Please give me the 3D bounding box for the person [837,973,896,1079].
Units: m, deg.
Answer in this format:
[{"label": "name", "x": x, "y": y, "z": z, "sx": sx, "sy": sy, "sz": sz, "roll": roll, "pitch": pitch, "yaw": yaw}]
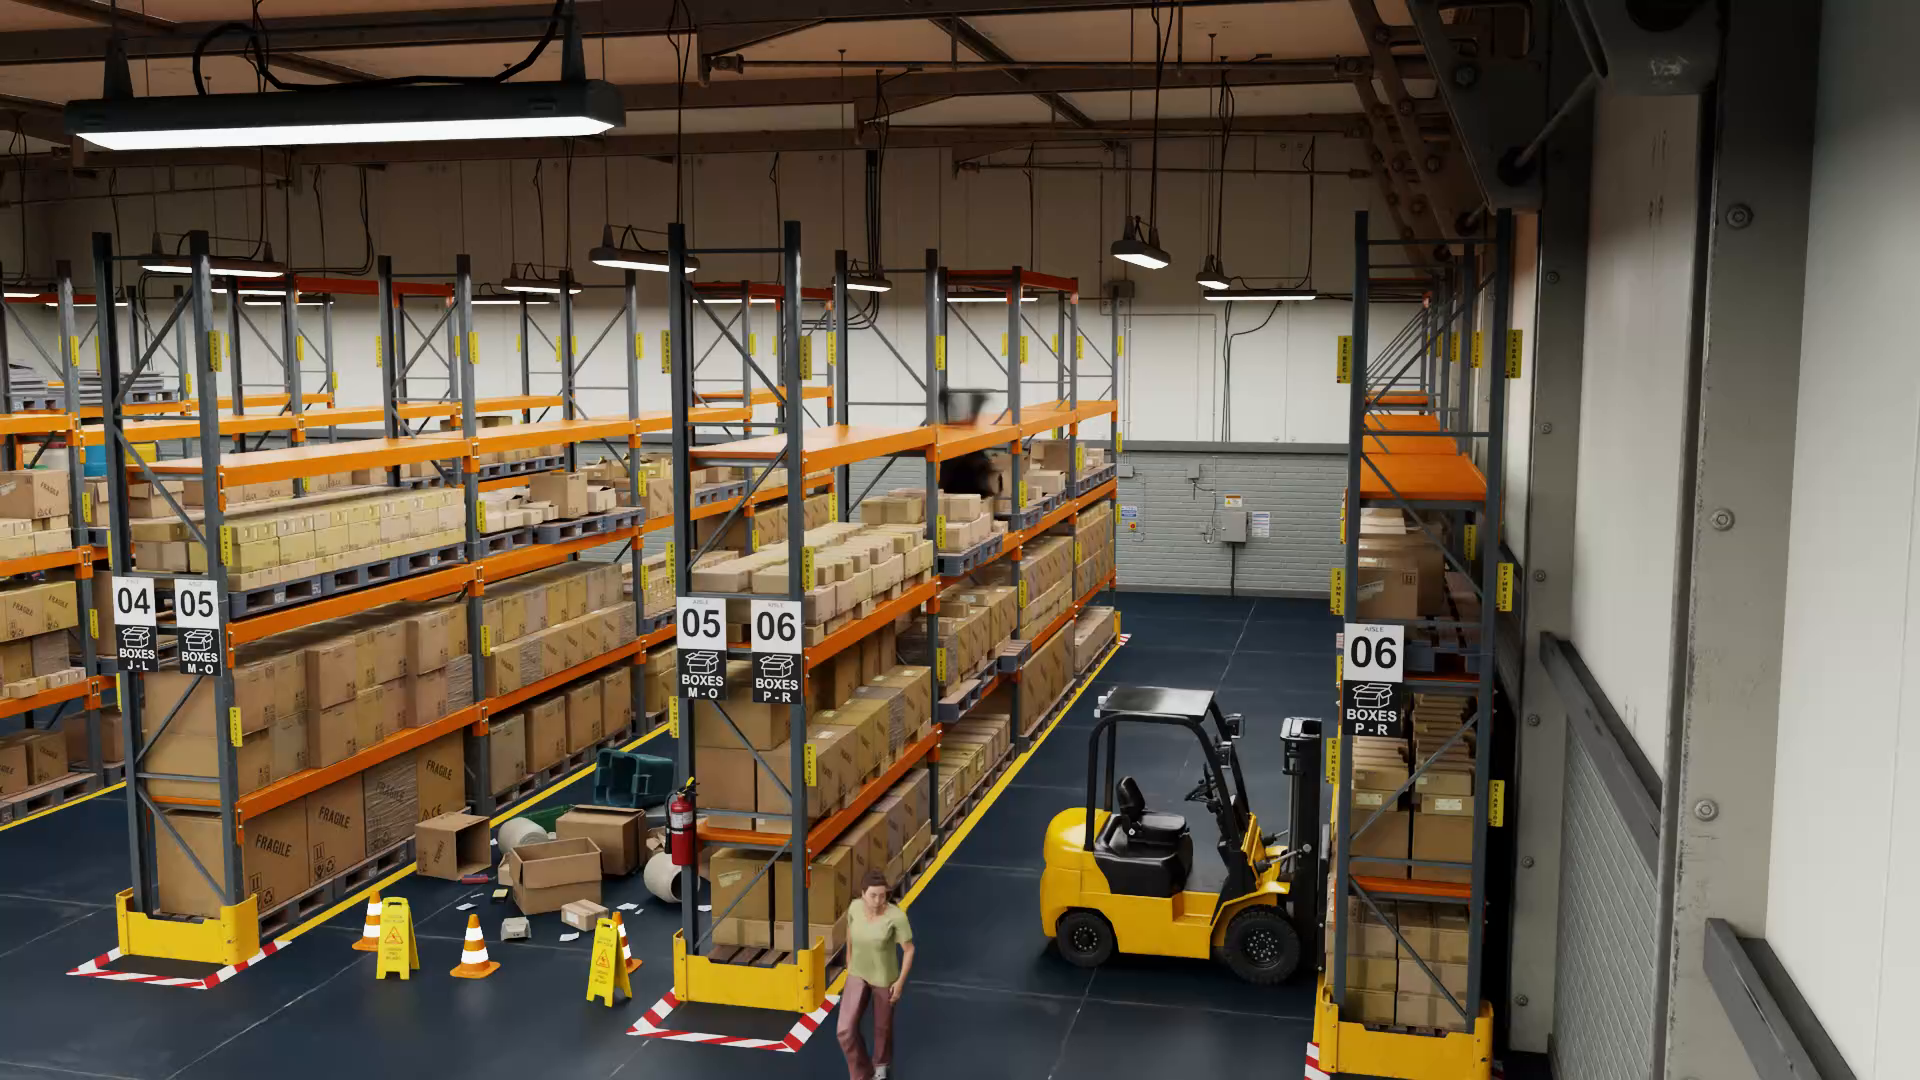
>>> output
[{"label": "person", "x": -0.595, "y": 3.295, "z": 11.412, "sx": 0.365, "sy": 0.978, "sz": 0.703, "roll": 1, "pitch": 7, "yaw": 11}]
